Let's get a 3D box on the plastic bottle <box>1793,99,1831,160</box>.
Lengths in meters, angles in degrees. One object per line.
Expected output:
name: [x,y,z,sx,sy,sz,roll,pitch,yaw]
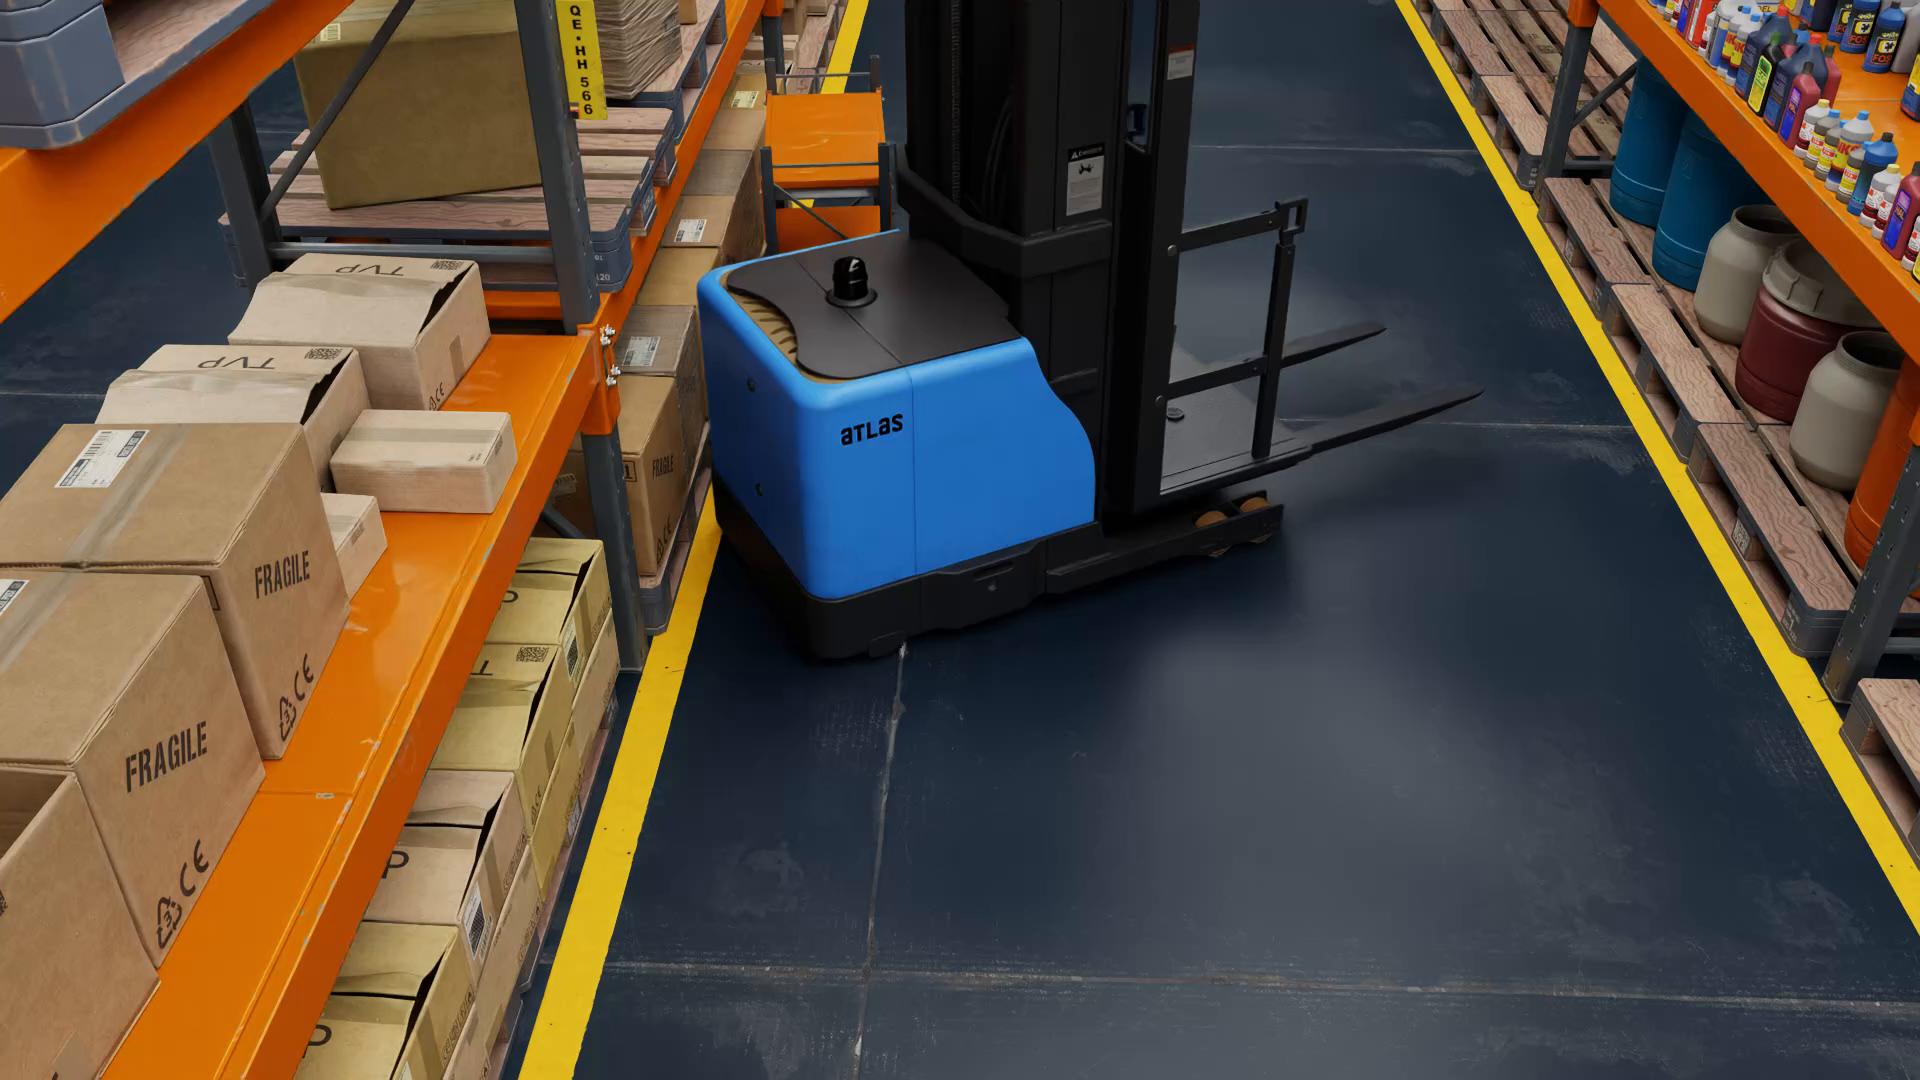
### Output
plastic bottle: [3.030,-1.457,5.888,0.097,0.201,0.097,0,35,0]

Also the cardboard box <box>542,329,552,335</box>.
cardboard box: [-1.766,-0.523,6.177,0.500,0.500,0.500,3,35,4]

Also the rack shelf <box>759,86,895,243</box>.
rack shelf: [-0.566,-1.606,7.048,0.538,0.278,1.000,-3,35,-4]

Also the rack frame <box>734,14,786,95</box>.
rack frame: [-1.408,-3.121,8.082,1.000,3.000,0.127,1,35,2]

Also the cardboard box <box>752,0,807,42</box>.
cardboard box: [-1.338,-3.359,10.209,0.797,0.503,0.637,1,35,2]

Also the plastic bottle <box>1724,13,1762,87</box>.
plastic bottle: [3.059,-1.908,6.467,0.097,0.271,0.097,0,35,0]

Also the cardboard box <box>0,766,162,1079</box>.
cardboard box: [-1.661,0.691,2.571,0.500,0.500,0.500,4,35,5]

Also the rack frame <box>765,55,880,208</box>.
rack frame: [-0.606,-1.658,7.631,0.500,1.125,0.032,-3,35,-4]

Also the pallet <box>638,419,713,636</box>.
pallet: [-1.501,-0.110,6.223,1.003,0.211,1.213,1,35,2]

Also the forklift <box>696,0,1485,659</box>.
forklift: [0.630,-1.391,5.681,3.031,2.935,1.130,-17,38,-22]

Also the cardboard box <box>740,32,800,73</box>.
cardboard box: [-1.150,-2.875,9.814,0.380,0.166,0.250,1,35,2]

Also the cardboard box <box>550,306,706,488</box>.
cardboard box: [-1.250,-0.536,6.195,0.500,0.500,0.500,0,35,0]

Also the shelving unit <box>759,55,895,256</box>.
shelving unit: [-0.567,-1.367,7.217,0.538,1.125,1.048,-3,35,-4]

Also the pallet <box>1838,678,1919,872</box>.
pallet: [3.311,0.879,4.816,1.003,0.211,1.213,1,35,2]

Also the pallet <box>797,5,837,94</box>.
pallet: [-1.333,-3.077,10.445,1.003,0.211,1.213,1,35,2]

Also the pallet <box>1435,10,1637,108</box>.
pallet: [3.578,-2.990,10.320,1.003,0.211,1.213,1,35,2]

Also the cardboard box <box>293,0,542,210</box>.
cardboard box: [-1.656,-1.400,5.181,0.700,0.500,0.500,-10,36,-14]

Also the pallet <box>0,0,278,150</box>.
pallet: [-1.549,-0.938,2.532,1.003,0.211,1.213,3,35,4]

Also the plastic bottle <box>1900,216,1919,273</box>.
plastic bottle: [2.993,-0.933,5.142,0.097,0.201,0.097,0,35,0]

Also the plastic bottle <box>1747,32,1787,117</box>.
plastic bottle: [3.029,-1.740,6.219,0.061,0.283,0.133,1,35,2]

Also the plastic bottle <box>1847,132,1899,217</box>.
plastic bottle: [3.010,-1.206,5.470,0.097,0.271,0.097,0,35,0]

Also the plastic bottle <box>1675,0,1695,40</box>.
plastic bottle: [3.064,-2.246,6.938,0.061,0.283,0.133,1,35,2]

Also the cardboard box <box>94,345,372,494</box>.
cardboard box: [-1.798,-0.277,4.113,0.500,0.311,0.500,1,35,1]

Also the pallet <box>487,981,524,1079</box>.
pallet: [-1.693,1.489,3.947,1.003,0.211,1.213,1,35,2]

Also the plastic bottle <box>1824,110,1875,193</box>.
plastic bottle: [3.018,-1.318,5.629,0.097,0.271,0.097,0,35,0]

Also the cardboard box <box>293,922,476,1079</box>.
cardboard box: [-1.403,1.084,3.637,0.500,0.311,0.500,2,35,3]

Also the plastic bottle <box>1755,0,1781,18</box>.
plastic bottle: [3.257,-2.161,6.824,0.152,0.276,0.135,1,35,2]

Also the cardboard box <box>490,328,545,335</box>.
cardboard box: [-1.768,-0.862,6.007,0.500,0.250,0.500,3,35,4]

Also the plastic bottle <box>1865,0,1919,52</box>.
plastic bottle: [3.808,-2.143,6.798,0.152,0.276,0.135,1,35,2]

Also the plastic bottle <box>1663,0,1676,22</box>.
plastic bottle: [3.091,-2.334,7.135,0.097,0.201,0.097,0,35,0]

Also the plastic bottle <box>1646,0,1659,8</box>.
plastic bottle: [3.127,-2.486,7.287,0.152,0.276,0.135,1,35,2]

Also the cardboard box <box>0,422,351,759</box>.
cardboard box: [-1.620,0.101,3.411,0.500,0.500,0.500,0,35,-1]

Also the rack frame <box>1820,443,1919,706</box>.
rack frame: [3.380,-0.706,4.646,1.000,3.000,0.127,1,35,2]

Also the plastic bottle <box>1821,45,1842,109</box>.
plastic bottle: [3.168,-1.660,6.105,0.061,0.283,0.133,1,35,2]

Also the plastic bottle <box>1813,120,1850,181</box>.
plastic bottle: [3.022,-1.345,5.728,0.097,0.201,0.097,0,35,0]

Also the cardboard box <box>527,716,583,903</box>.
cardboard box: [-1.363,0.734,4.622,0.500,0.250,0.500,1,35,1]

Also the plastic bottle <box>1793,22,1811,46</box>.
plastic bottle: [3.200,-1.848,6.383,0.097,0.271,0.097,0,35,0]

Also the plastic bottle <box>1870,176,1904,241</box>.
plastic bottle: [3.003,-1.066,5.330,0.097,0.201,0.097,0,35,0]

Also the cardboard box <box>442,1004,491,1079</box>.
cardboard box: [-1.404,1.319,3.791,0.500,0.250,0.500,2,35,3]

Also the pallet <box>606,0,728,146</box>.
pallet: [-1.495,-1.862,6.457,1.003,0.211,1.213,1,35,2]

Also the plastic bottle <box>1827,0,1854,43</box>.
plastic bottle: [3.688,-2.210,6.898,0.097,0.271,0.097,0,35,0]

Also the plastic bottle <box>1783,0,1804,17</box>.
plastic bottle: [3.687,-2.452,7.173,0.144,0.351,0.185,1,35,2]

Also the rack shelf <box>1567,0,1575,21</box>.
rack shelf: [3.621,-3.859,9.758,1.077,0.370,4.000,1,35,2]

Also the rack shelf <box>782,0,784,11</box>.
rack shelf: [-1.328,-3.976,9.924,1.077,0.370,4.000,1,35,2]

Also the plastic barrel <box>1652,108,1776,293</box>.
plastic barrel: [3.474,-1.599,7.376,0.600,0.901,0.708,1,35,2]

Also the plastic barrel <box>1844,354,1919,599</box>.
plastic barrel: [3.383,-0.272,5.550,0.600,0.830,0.708,1,35,2]

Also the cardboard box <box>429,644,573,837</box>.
cardboard box: [-1.358,0.506,4.459,0.500,0.311,0.500,1,35,1]

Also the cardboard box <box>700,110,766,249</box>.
cardboard box: [-1.170,-1.704,7.858,0.500,0.500,0.500,1,35,2]

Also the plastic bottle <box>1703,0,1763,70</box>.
plastic bottle: [3.095,-2.031,6.640,0.152,0.276,0.135,1,35,2]

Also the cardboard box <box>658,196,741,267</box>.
cardboard box: [-1.209,-1.124,7.032,0.500,0.500,0.500,0,35,0]

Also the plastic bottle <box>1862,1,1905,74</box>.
plastic bottle: [3.673,-2.000,6.599,0.097,0.271,0.097,0,35,0]

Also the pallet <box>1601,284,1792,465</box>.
pallet: [3.422,-0.718,7.089,1.003,0.211,1.213,1,35,2]

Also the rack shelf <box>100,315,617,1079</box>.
rack shelf: [-1.649,0.621,3.384,1.077,0.370,4.000,1,35,2]

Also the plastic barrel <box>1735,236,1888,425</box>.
plastic barrel: [3.428,-0.822,6.543,0.600,0.588,0.708,1,35,2]

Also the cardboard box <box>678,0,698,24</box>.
cardboard box: [-1.417,-2.317,6.486,0.700,0.500,0.500,-7,36,-10]
